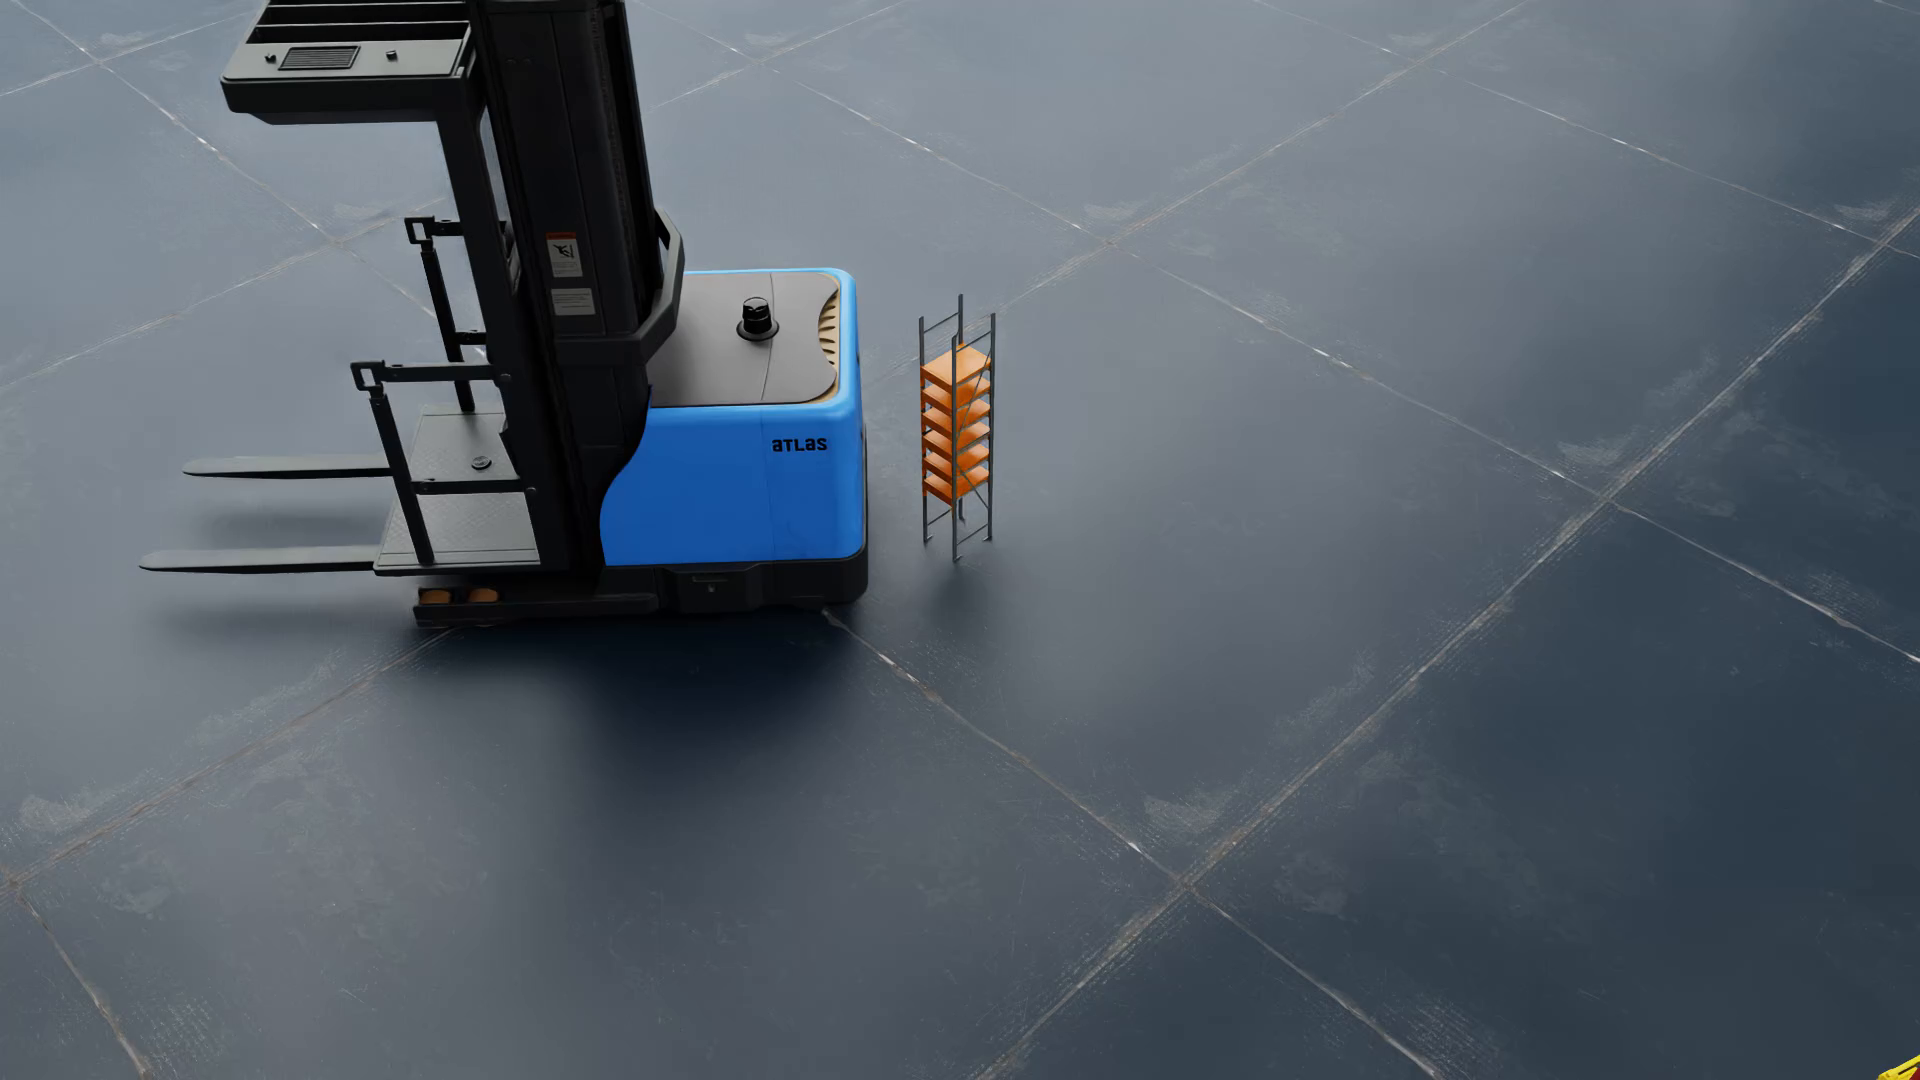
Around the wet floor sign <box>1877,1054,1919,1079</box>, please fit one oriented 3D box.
[{"bbox_3d":[2.751,1.733,5.016,0.267,0.644,0.232,-18,46,-18],"label":"wet floor sign"}]

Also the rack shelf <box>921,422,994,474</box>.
[{"bbox_3d":[-0.010,-0.415,6.998,0.258,0.103,0.180,-34,53,-31],"label":"rack shelf"}]

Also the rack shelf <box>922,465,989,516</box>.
[{"bbox_3d":[-0.010,-0.239,7.161,0.258,0.103,0.180,-34,53,-31],"label":"rack shelf"}]

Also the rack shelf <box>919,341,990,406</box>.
[{"bbox_3d":[-0.010,-0.679,6.754,0.258,0.103,0.180,-34,53,-31],"label":"rack shelf"}]

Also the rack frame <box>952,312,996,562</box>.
[{"bbox_3d":[0.054,-0.404,6.920,0.240,1.200,0.006,-34,53,-31],"label":"rack frame"}]

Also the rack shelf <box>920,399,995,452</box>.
[{"bbox_3d":[-0.010,-0.503,6.916,0.258,0.103,0.180,-34,53,-31],"label":"rack shelf"}]

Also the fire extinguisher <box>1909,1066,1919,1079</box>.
[{"bbox_3d":[2.373,1.225,3.888,0.296,0.674,0.183,-34,53,-31],"label":"fire extinguisher"}]

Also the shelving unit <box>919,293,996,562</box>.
[{"bbox_3d":[-0.010,-0.448,6.968,0.258,1.200,0.189,-34,53,-31],"label":"shelving unit"}]

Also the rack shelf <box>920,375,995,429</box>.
[{"bbox_3d":[-0.010,-0.591,6.835,0.258,0.103,0.180,-34,53,-31],"label":"rack shelf"}]

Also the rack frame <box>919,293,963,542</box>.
[{"bbox_3d":[-0.075,-0.492,7.015,0.240,1.200,0.006,-34,53,-31],"label":"rack frame"}]

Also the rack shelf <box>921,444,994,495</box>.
[{"bbox_3d":[-0.010,-0.327,7.079,0.258,0.103,0.180,-34,53,-31],"label":"rack shelf"}]

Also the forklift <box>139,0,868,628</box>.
[{"bbox_3d":[-1.923,-1.075,6.371,3.031,2.935,1.130,-2,43,-2],"label":"forklift"}]
